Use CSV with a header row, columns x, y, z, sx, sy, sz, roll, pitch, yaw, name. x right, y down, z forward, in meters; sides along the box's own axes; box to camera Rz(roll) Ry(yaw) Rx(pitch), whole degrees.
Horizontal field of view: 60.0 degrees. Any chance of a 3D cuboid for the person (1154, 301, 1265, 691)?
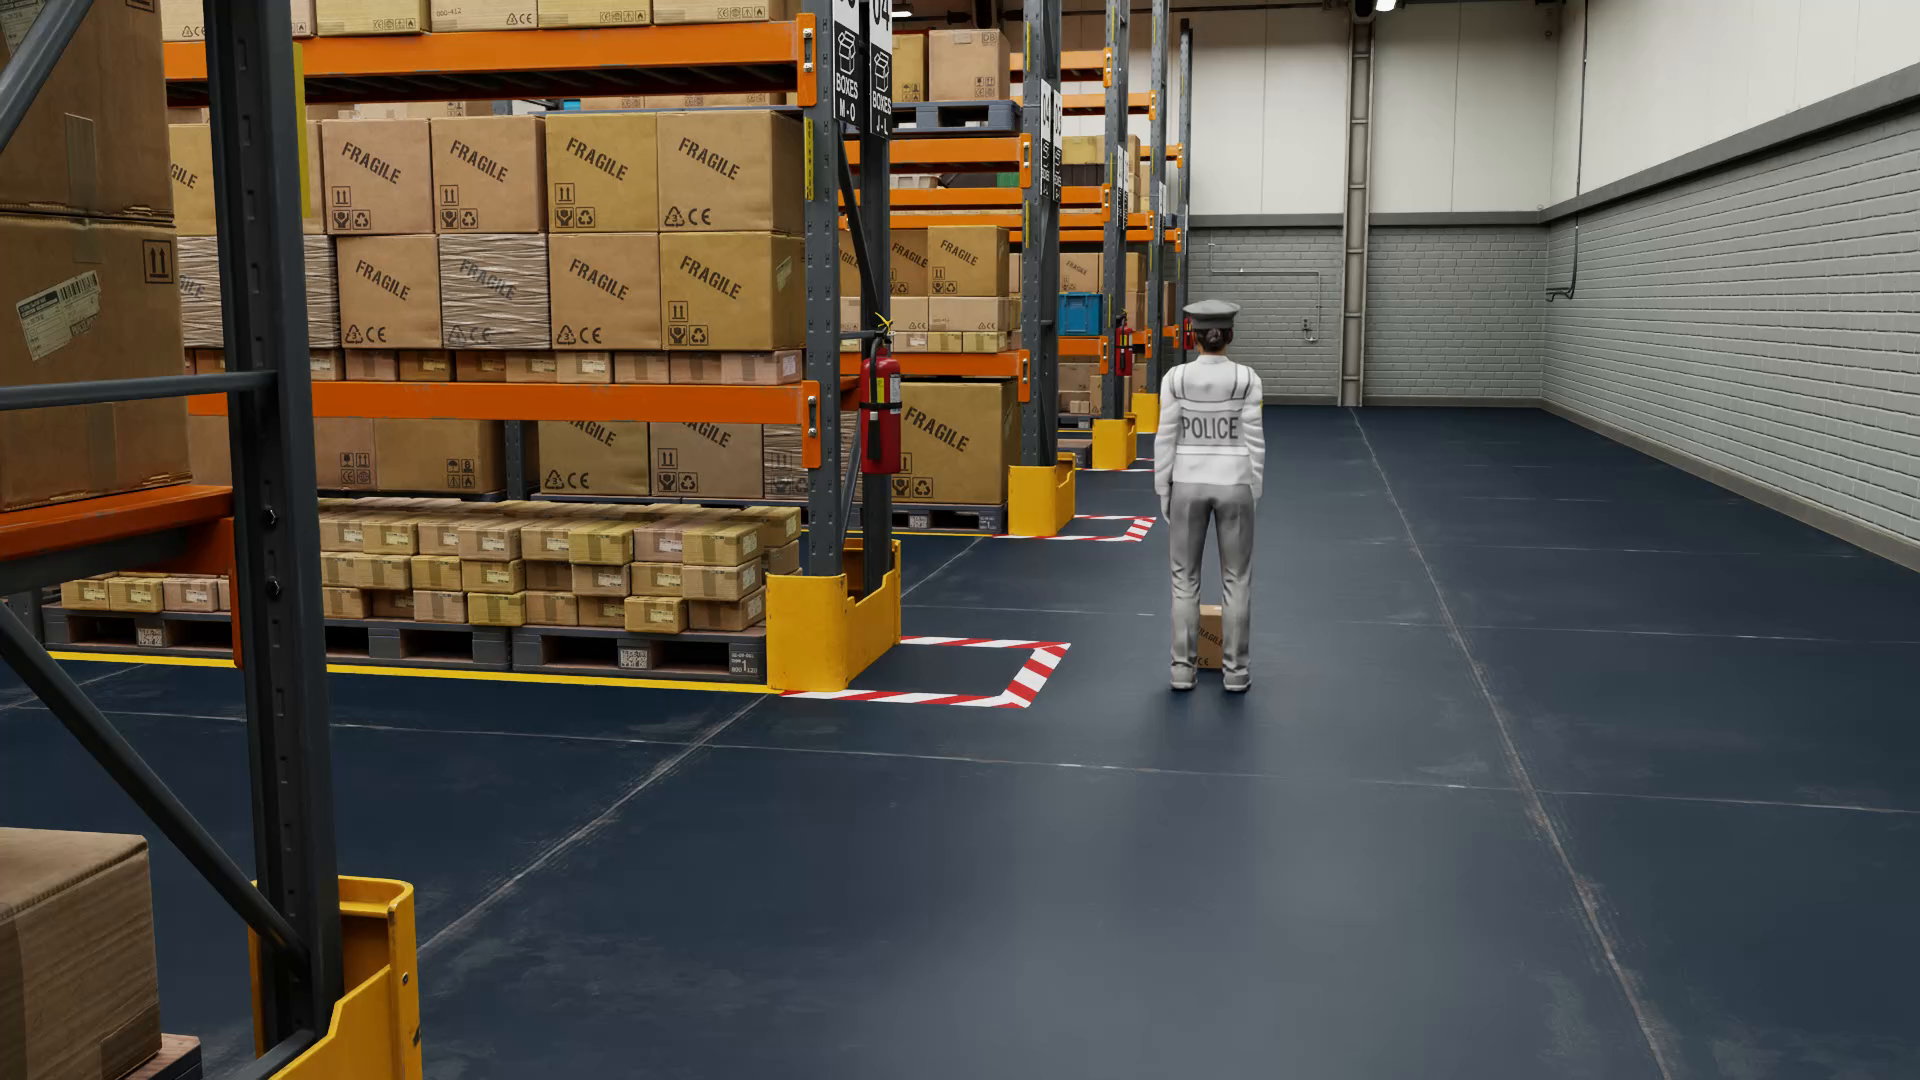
x,y,z,sx,sy,sz,roll,pitch,yaw,name
1.069,-0.184,7.141,0.468,1.670,0.329,2,8,12,person
